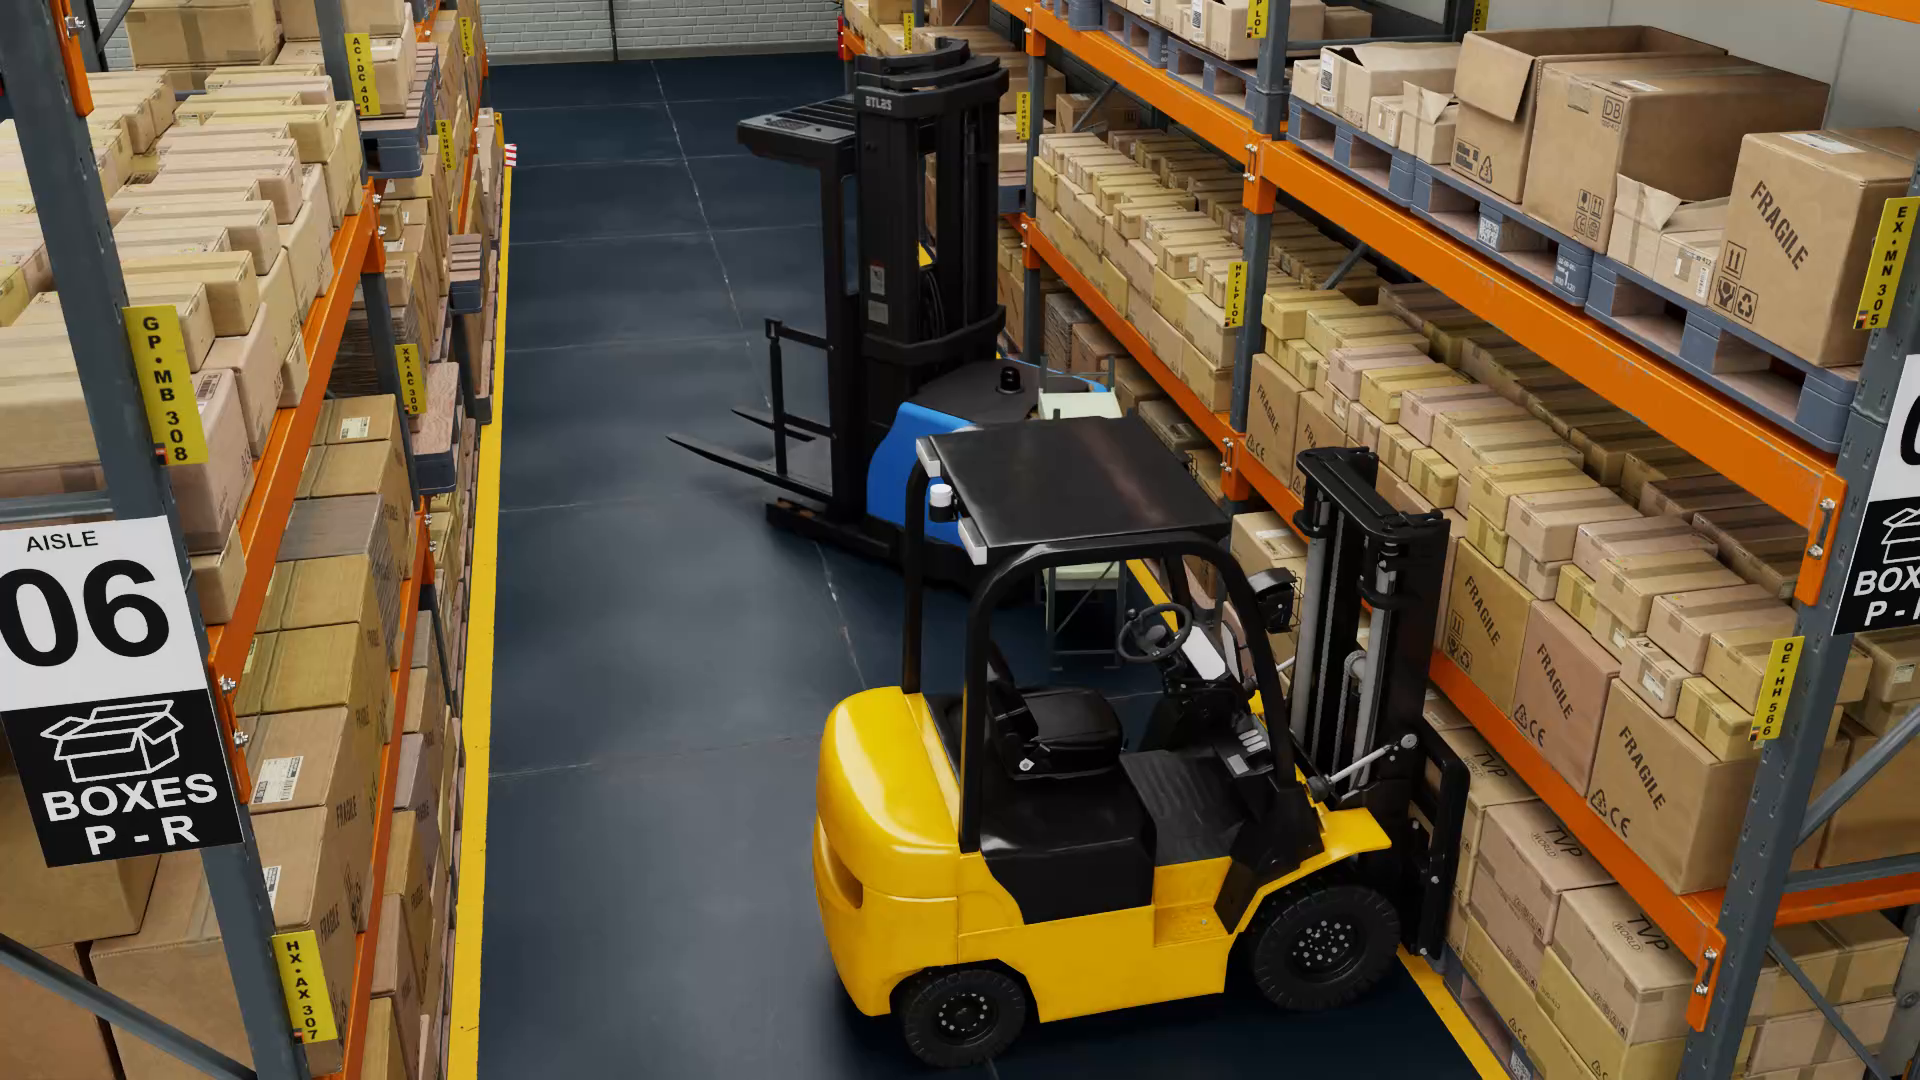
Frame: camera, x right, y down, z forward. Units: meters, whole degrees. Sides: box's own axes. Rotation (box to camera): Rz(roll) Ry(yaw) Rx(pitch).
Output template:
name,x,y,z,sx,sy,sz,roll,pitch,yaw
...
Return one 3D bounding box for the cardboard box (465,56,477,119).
name,x,y,z,sx,sy,sz,roll,pitch,yaw
cardboard box,-4.617,-4.056,14.846,0.500,0.500,0.500,-5,27,-10

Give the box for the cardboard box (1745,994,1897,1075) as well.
name,x,y,z,sx,sy,sz,roll,pitch,yaw
cardboard box,2.870,1.573,5.835,0.500,0.250,0.500,-5,27,-11

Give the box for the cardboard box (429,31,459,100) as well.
name,x,y,z,sx,sy,sz,roll,pitch,yaw
cardboard box,-4.202,-3.648,12.928,0.500,0.500,0.500,-5,27,-10

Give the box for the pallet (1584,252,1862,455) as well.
name,x,y,z,sx,sy,sz,roll,pitch,yaw
pallet,2.639,-0.629,4.936,1.003,0.211,1.213,-6,27,-12

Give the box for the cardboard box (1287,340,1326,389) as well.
name,x,y,z,sx,sy,sz,roll,pitch,yaw
cardboard box,1.747,-0.826,7.728,0.380,0.149,0.250,-5,27,-10

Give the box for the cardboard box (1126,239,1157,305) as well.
name,x,y,z,sx,sy,sz,roll,pitch,yaw
cardboard box,1.280,-1.568,9.640,0.500,0.250,0.500,-5,27,-11

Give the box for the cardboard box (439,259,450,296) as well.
name,x,y,z,sx,sy,sz,roll,pitch,yaw
cardboard box,-3.205,-1.531,9.767,0.380,0.149,0.250,-5,27,-11

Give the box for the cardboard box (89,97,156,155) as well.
name,x,y,z,sx,sy,sz,roll,pitch,yaw
cardboard box,-3.072,-1.450,5.859,0.380,0.149,0.250,-7,28,-13

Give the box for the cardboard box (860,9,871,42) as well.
name,x,y,z,sx,sy,sz,roll,pitch,yaw
cardboard box,-0.761,-5.436,17.528,0.500,0.250,0.500,-6,27,-13

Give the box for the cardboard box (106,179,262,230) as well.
name,x,y,z,sx,sy,sz,roll,pitch,yaw
cardboard box,-2.255,-0.942,4.852,0.380,0.149,0.250,-5,27,-11

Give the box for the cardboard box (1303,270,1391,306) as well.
name,x,y,z,sx,sy,sz,roll,pitch,yaw
cardboard box,2.002,-1.283,8.631,0.380,0.149,0.250,-7,28,-13

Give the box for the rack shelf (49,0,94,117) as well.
name,x,y,z,sx,sy,sz,roll,pitch,yaw
rack shelf,-2.512,-1.744,4.521,1.077,0.370,4.000,-6,27,-12

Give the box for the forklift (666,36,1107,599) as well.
name,x,y,z,sx,sy,sz,roll,pitch,yaw
forklift,-0.584,-1.498,9.964,3.031,2.935,1.130,20,33,34

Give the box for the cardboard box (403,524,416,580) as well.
name,x,y,z,sx,sy,sz,roll,pitch,yaw
cardboard box,-2.531,0.064,7.072,0.380,0.149,0.250,-5,27,-10

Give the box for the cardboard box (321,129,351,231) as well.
name,x,y,z,sx,sy,sz,roll,pitch,yaw
cardboard box,-2.487,-1.283,5.971,0.500,0.250,0.500,-6,27,-12

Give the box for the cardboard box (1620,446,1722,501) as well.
name,x,y,z,sx,sy,sz,roll,pitch,yaw
cardboard box,2.718,-0.234,6.223,0.380,0.149,0.250,-7,28,-13

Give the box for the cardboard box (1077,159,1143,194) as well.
name,x,y,z,sx,sy,sz,roll,pitch,yaw
cardboard box,0.971,-2.352,10.750,0.380,0.149,0.250,-6,27,-11

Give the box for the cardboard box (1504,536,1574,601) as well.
name,x,y,z,sx,sy,sz,roll,pitch,yaw
cardboard box,2.186,0.074,5.944,0.380,0.149,0.250,-7,28,-13

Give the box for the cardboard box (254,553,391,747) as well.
name,x,y,z,sx,sy,sz,roll,pitch,yaw
cardboard box,-2.257,0.403,5.682,0.500,0.500,0.500,-7,28,-13

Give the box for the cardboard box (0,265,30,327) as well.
name,x,y,z,sx,sy,sz,roll,pitch,yaw
cardboard box,-2.529,-0.556,4.088,0.380,0.149,0.250,-6,27,-11

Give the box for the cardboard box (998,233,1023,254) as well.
name,x,y,z,sx,sy,sz,roll,pitch,yaw
cardboard box,0.504,-2.317,13.101,0.380,0.149,0.250,-7,28,-13

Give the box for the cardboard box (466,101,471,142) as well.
name,x,y,z,sx,sy,sz,roll,pitch,yaw
cardboard box,-4.419,-3.540,14.102,0.500,0.250,0.500,-7,28,-13

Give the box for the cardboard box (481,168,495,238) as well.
name,x,y,z,sx,sy,sz,roll,pitch,yaw
cardboard box,-4.803,-3.109,15.458,0.875,0.438,0.875,-6,27,-12

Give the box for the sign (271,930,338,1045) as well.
name,x,y,z,sx,sy,sz,roll,pitch,yaw
sign,-1.533,1.048,3.885,0.100,0.325,0.005,-6,27,-12

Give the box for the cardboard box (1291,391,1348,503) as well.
name,x,y,z,sx,sy,sz,roll,pitch,yaw
cardboard box,1.851,-0.369,7.541,0.500,0.500,0.500,-5,27,-11

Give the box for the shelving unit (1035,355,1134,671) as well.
name,x,y,z,sx,sy,sz,roll,pitch,yaw
shelving unit,0.644,-0.145,8.873,0.431,1.500,0.755,-1,27,-2

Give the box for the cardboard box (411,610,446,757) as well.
name,x,y,z,sx,sy,sz,roll,pitch,yaw
cardboard box,-2.568,0.671,7.345,0.500,0.500,0.500,-6,27,-12

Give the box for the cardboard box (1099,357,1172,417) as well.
name,x,y,z,sx,sy,sz,roll,pitch,yaw
cardboard box,1.405,-0.799,10.673,0.875,0.625,0.625,-7,28,-14

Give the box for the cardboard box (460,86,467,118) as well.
name,x,y,z,sx,sy,sz,roll,pitch,yaw
cardboard box,-4.310,-3.547,13.561,0.500,0.250,0.500,-5,27,-10

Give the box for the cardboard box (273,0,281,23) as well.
name,x,y,z,sx,sy,sz,roll,pitch,yaw
cardboard box,-3.469,-2.637,7.962,0.500,0.250,0.500,-6,27,-11

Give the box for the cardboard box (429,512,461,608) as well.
name,x,y,z,sx,sy,sz,roll,pitch,yaw
cardboard box,-3.249,0.174,9.027,0.950,0.372,0.625,-4,27,-8

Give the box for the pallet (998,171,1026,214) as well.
name,x,y,z,sx,sy,sz,roll,pitch,yaw
pallet,0.749,-2.733,12.549,1.213,0.211,1.003,-6,27,-12

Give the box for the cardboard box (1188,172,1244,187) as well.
name,x,y,z,sx,sy,sz,roll,pitch,yaw
cardboard box,1.652,-2.193,10.434,0.380,0.149,0.250,-6,27,-12

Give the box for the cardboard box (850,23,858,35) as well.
name,x,y,z,sx,sy,sz,roll,pitch,yaw
cardboard box,-1.026,-5.756,18.604,0.380,0.149,0.250,-6,27,-12

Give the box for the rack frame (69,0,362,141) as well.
name,x,y,z,sx,sy,sz,roll,pitch,yaw
rack frame,-2.963,-2.945,6.098,1.000,3.000,0.127,-6,27,-12

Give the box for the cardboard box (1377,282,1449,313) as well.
name,x,y,z,sx,sy,sz,roll,pitch,yaw
cardboard box,2.238,-1.130,7.999,0.380,0.149,0.250,-6,27,-11

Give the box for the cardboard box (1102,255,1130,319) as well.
name,x,y,z,sx,sy,sz,roll,pitch,yaw
cardboard box,1.179,-1.567,10.193,0.500,0.250,0.500,-5,27,-10

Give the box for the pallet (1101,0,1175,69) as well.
name,x,y,z,sx,sy,sz,roll,pitch,yaw
pallet,1.466,-3.004,9.753,1.003,0.211,1.213,-5,27,-9

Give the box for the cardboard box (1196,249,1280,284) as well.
name,x,y,z,sx,sy,sz,roll,pitch,yaw
cardboard box,1.499,-1.458,8.979,0.380,0.149,0.250,-6,27,-12

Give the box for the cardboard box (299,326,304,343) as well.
name,x,y,z,sx,sy,sz,roll,pitch,yaw
cardboard box,-2.214,-0.595,5.049,0.380,0.149,0.250,-7,28,-13

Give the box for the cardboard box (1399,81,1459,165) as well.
name,x,y,z,sx,sy,sz,roll,pitch,yaw
cardboard box,1.911,-1.601,6.337,0.396,0.266,0.258,-7,28,-13

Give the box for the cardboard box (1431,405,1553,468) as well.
name,x,y,z,sx,sy,sz,roll,pitch,yaw
cardboard box,2.096,-0.404,6.561,0.380,0.149,0.250,-6,27,-11

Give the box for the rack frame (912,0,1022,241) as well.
name,x,y,z,sx,sy,sz,roll,pitch,yaw
rack frame,0.069,-4.284,15.409,1.000,3.000,0.127,-6,27,-12

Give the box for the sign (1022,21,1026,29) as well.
name,x,y,z,sx,sy,sz,roll,pitch,yaw
sign,0.609,-4.859,15.263,0.100,0.325,0.005,-6,27,-12

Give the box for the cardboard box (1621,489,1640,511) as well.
name,x,y,z,sx,sy,sz,roll,pitch,yaw
cardboard box,2.729,-0.098,6.283,0.380,0.149,0.250,-5,27,-10

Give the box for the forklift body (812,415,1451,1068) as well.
name,x,y,z,sx,sy,sz,roll,pitch,yaw
forklift body,0.569,0.715,6.446,2.313,2.155,1.214,-6,27,-12

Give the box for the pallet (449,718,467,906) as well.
name,x,y,z,sx,sy,sz,roll,pitch,yaw
pallet,-2.777,1.269,7.501,1.003,0.211,1.213,-6,27,-12

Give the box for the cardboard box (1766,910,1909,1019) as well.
name,x,y,z,sx,sy,sz,roll,pitch,yaw
cardboard box,2.850,1.347,5.728,0.500,0.250,0.500,-6,27,-12

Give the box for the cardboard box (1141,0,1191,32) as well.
name,x,y,z,sx,sy,sz,roll,pitch,yaw
cardboard box,1.299,-2.934,8.927,0.500,0.311,0.500,-7,28,-13

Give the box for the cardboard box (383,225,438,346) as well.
name,x,y,z,sx,sy,sz,roll,pitch,yaw
cardboard box,-3.001,-1.305,8.599,0.500,0.500,0.500,-6,27,-12

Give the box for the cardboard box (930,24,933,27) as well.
name,x,y,z,sx,sy,sz,roll,pitch,yaw
cardboard box,-0.014,-5.041,16.745,0.500,0.250,0.500,-5,27,-10

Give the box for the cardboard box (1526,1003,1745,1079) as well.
name,x,y,z,sx,sy,sz,roll,pitch,yaw
cardboard box,2.360,1.849,5.842,0.500,0.250,0.500,-6,27,-11

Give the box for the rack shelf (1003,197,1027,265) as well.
name,x,y,z,sx,sy,sz,roll,pitch,yaw
rack shelf,0.520,-3.085,13.832,1.077,0.370,4.000,-6,27,-12
